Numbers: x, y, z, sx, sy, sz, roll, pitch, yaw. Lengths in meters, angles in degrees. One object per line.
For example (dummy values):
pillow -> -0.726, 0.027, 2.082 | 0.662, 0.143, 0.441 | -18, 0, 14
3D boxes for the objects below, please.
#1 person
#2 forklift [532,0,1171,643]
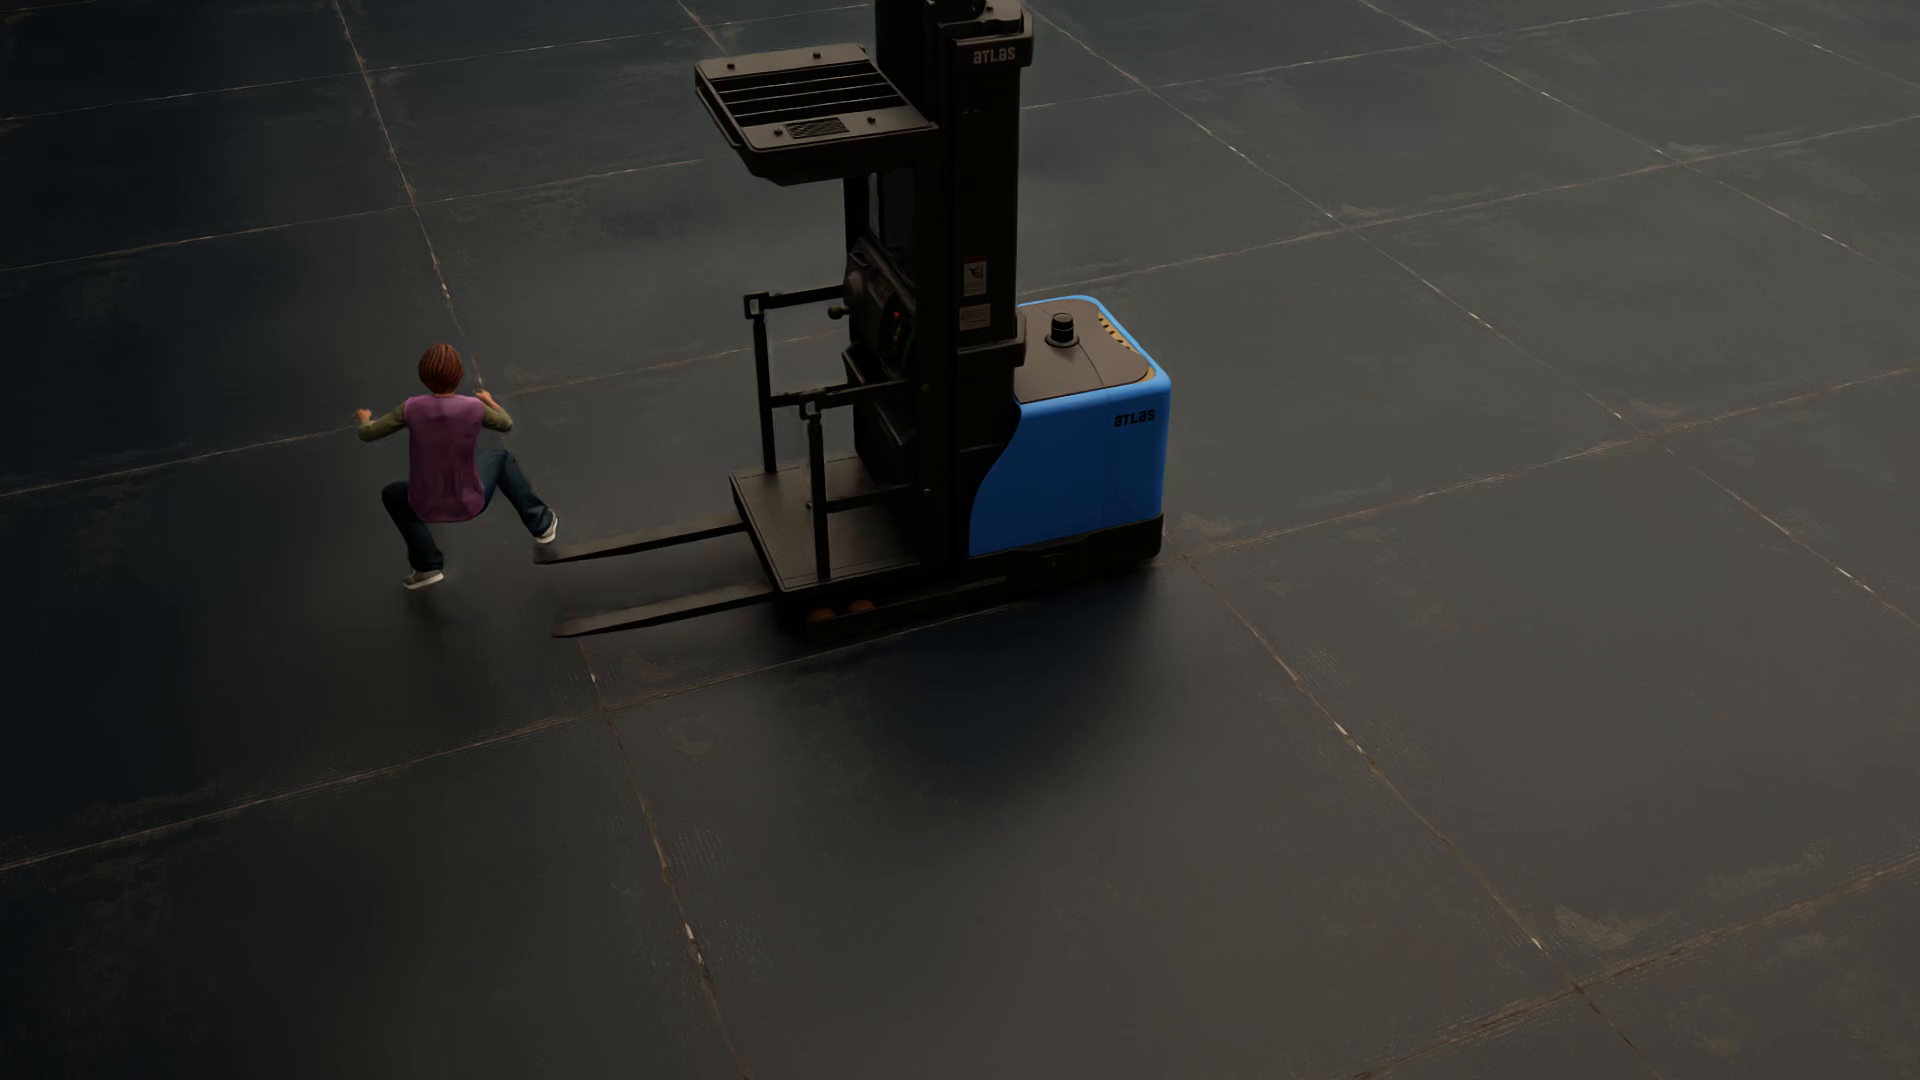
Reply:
person -> -2.412, -0.364, 7.914 | 0.850, 1.364, 0.685 | -7, 36, -10
forklift -> -0.555, -1.049, 7.573 | 3.031, 2.935, 1.130 | -12, 37, -16
